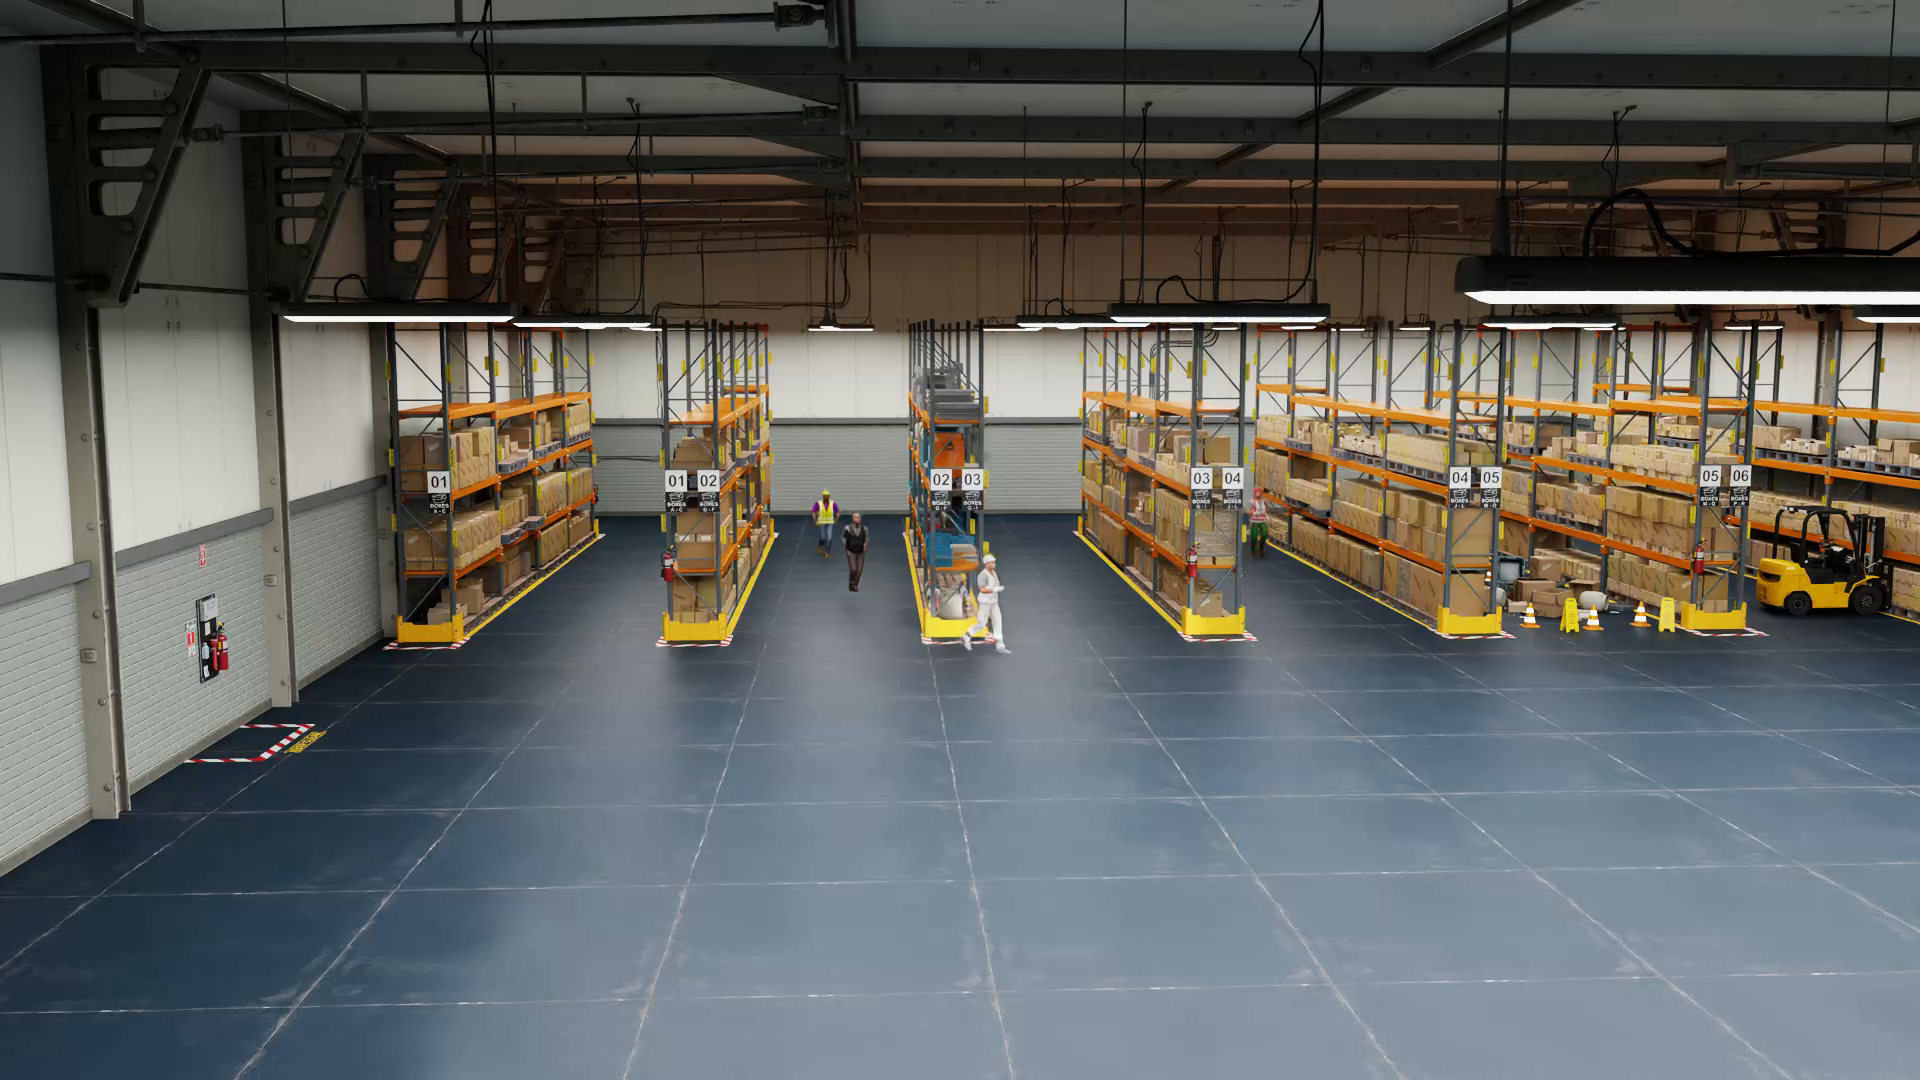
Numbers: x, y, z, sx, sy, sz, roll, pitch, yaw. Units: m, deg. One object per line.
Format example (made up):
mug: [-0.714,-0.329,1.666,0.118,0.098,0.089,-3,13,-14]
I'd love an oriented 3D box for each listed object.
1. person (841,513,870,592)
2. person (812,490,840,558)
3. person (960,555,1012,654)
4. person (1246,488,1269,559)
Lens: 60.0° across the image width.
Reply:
person: [-2.173,0.366,35.073,0.607,1.500,0.587,-2,7,-18]
person: [-3.435,-0.416,42.807,0.715,1.733,0.577,-2,7,-14]
person: [0.485,1.136,29.693,1.017,1.764,0.665,4,8,32]
person: [7.647,-0.425,42.633,0.670,1.827,0.724,-1,7,-6]
